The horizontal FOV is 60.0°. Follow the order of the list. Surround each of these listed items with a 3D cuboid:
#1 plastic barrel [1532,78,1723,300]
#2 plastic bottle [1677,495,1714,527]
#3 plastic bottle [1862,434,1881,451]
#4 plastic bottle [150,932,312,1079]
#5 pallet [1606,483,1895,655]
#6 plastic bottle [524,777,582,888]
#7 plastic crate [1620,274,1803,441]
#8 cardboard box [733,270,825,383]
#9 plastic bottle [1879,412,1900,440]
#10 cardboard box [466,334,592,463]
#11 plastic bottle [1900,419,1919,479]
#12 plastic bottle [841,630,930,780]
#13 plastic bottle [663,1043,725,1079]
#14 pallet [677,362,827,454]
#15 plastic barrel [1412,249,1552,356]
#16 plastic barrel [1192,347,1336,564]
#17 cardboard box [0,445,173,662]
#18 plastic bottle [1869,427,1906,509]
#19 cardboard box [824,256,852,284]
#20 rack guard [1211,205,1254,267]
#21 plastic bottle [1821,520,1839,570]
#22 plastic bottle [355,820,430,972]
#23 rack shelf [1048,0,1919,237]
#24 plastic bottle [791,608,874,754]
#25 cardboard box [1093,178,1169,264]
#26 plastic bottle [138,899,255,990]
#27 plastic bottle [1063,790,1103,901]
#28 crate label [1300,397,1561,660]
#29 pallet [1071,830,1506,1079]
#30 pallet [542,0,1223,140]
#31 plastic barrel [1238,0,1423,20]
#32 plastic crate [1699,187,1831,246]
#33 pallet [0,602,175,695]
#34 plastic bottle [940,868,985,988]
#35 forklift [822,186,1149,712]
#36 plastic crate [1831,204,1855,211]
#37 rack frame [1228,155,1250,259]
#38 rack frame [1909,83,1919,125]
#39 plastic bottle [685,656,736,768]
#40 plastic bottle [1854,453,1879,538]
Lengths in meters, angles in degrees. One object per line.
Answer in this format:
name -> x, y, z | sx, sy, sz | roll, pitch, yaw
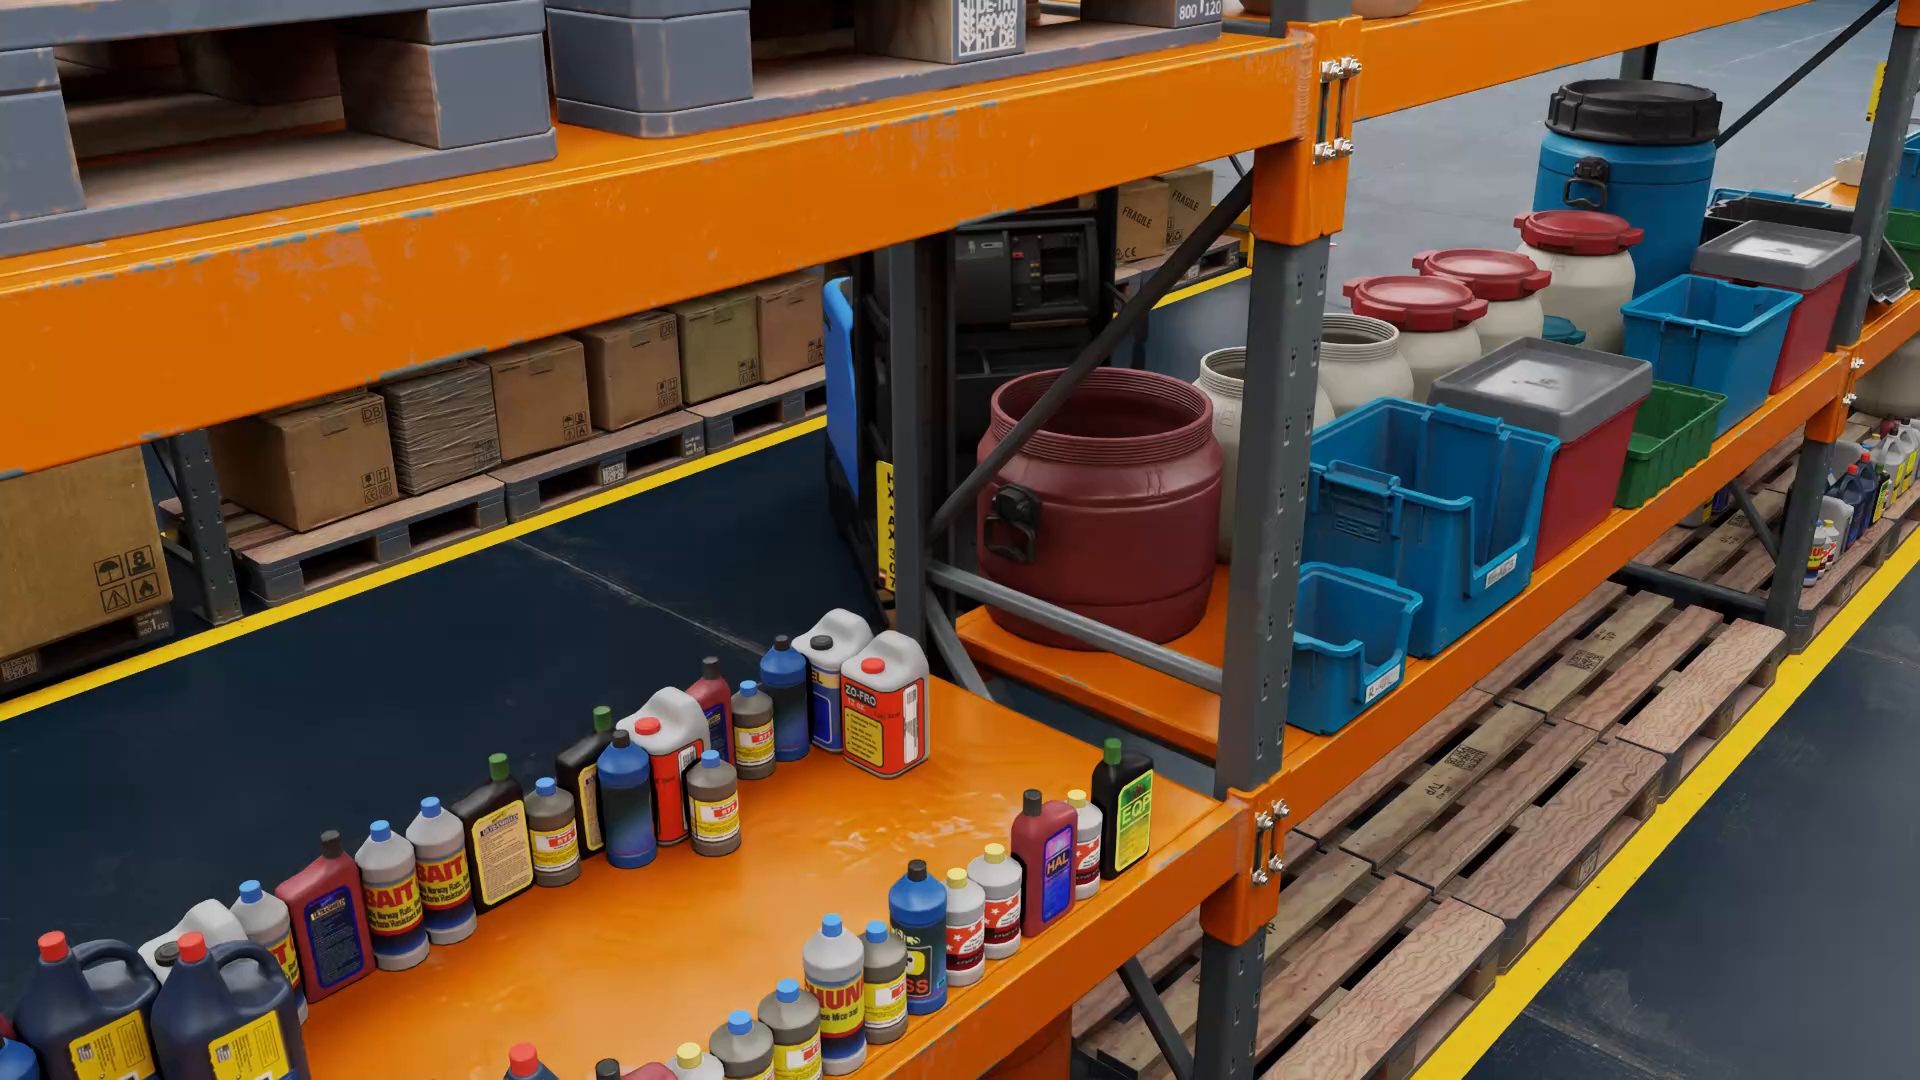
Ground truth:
plastic barrel -> 2.443, -1.215, 6.182 | 0.600, 0.901, 0.708 | 20, 31, 38
plastic bottle -> 3.249, -0.249, 7.340 | 0.144, 0.351, 0.185 | 20, 31, 38
plastic bottle -> 4.310, -0.402, 7.862 | 0.097, 0.201, 0.097 | 0, 24, 0
plastic bottle -> -1.105, 0.734, 2.508 | 0.144, 0.351, 0.185 | 20, 31, 38
pallet -> 3.406, 0.057, 7.364 | 1.003, 0.211, 1.213 | 20, 31, 38
plastic bottle -> -0.768, 0.541, 3.121 | 0.097, 0.201, 0.097 | 0, 24, 0
plastic crate -> 2.422, -0.593, 5.427 | 0.392, 0.384, 0.575 | 20, 31, 38
cardboard box -> -1.188, -1.253, 9.396 | 0.700, 0.500, 0.500 | 17, 29, 34
plastic bottle -> 4.428, -0.482, 7.941 | 0.061, 0.283, 0.133 | 20, 31, 38
cardboard box -> -2.265, -0.772, 8.324 | 0.500, 0.500, 0.700 | -21, 32, -39
plastic bottle -> 4.508, -0.450, 7.878 | 0.152, 0.276, 0.135 | 20, 31, 38
plastic bottle -> -0.159, 0.339, 3.480 | 0.152, 0.276, 0.135 | 20, 31, 38
plastic bottle -> -0.395, 0.835, 2.463 | 0.097, 0.201, 0.097 | 0, 24, 0
pallet -> -1.281, -0.864, 9.419 | 1.003, 0.211, 1.213 | 20, 31, 38
plastic barrel -> 1.635, -0.629, 5.319 | 0.433, 0.535, 0.433 | 0, 24, 0
plastic barrel -> 0.784, -0.226, 4.451 | 0.421, 0.512, 0.421 | 0, 24, 0
cardboard box -> -3.908, -0.173, 6.553 | 1.225, 0.875, 0.875 | 18, 30, 35
plastic bottle -> 4.184, -0.333, 7.527 | 0.144, 0.351, 0.185 | 20, 31, 37
cardboard box -> -0.465, -1.536, 10.052 | 0.500, 0.500, 0.500 | 19, 30, 36
rack guard -> 1.857, -2.429, 12.557 | 1.175, 0.500, 0.348 | 20, 31, 38
plastic bottle -> 3.601, 0.015, 6.933 | 0.097, 0.201, 0.097 | 0, 24, 0
plastic bottle -> -0.987, 0.609, 2.883 | 0.097, 0.271, 0.097 | 0, 24, 0
rack shelf -> 1.592, -1.453, 4.537 | 1.077, 0.370, 4.000 | 20, 31, 38
plastic bottle -> -0.273, 0.297, 3.572 | 0.152, 0.276, 0.135 | 20, 31, 38
cardboard box -> 1.105, -2.267, 11.681 | 0.500, 0.500, 0.500 | -15, 28, -30
plastic bottle -> -1.198, 0.720, 2.630 | 0.152, 0.276, 0.135 | 20, 31, 38
plastic bottle -> 0.214, 0.558, 3.083 | 0.097, 0.201, 0.097 | 0, 24, 0
crate label -> 1.121, -0.048, 4.147 | 0.502, 0.435, 0.616 | 20, 31, 38
pallet -> 0.803, 1.244, 4.718 | 1.003, 0.211, 1.213 | 20, 31, 38
pallet -> -0.327, -0.879, 2.609 | 1.003, 0.211, 1.213 | 20, 31, 38
plastic barrel -> 0.692, -1.234, 3.032 | 0.421, 0.512, 0.421 | 0, 24, 0
plastic crate -> 3.463, -1.365, 7.310 | 0.499, 0.251, 0.616 | 20, 31, 38
pallet -> -4.014, 0.337, 6.741 | 1.003, 0.211, 1.213 | 20, 31, 38
plastic bottle -> -0.005, 0.658, 2.860 | 0.097, 0.201, 0.097 | 0, 24, 0
forklift -> 0.159, -1.063, 6.539 | 1.130, 2.935, 3.031 | -5, 25, -12
plastic crate -> 3.822, -1.465, 7.674 | 0.530, 0.136, 0.437 | 20, 31, 38
rack frame -> 1.908, -3.593, 12.097 | 1.000, 3.000, 0.127 | 20, 31, 38
rack frame -> 5.596, -2.240, 9.080 | 1.000, 3.000, 0.127 | 20, 31, 38
plastic bottle -> -0.526, 0.381, 3.375 | 0.061, 0.283, 0.133 | 20, 31, 38
plastic bottle -> 3.900, -0.204, 7.238 | 0.144, 0.351, 0.185 | 19, 30, 35
